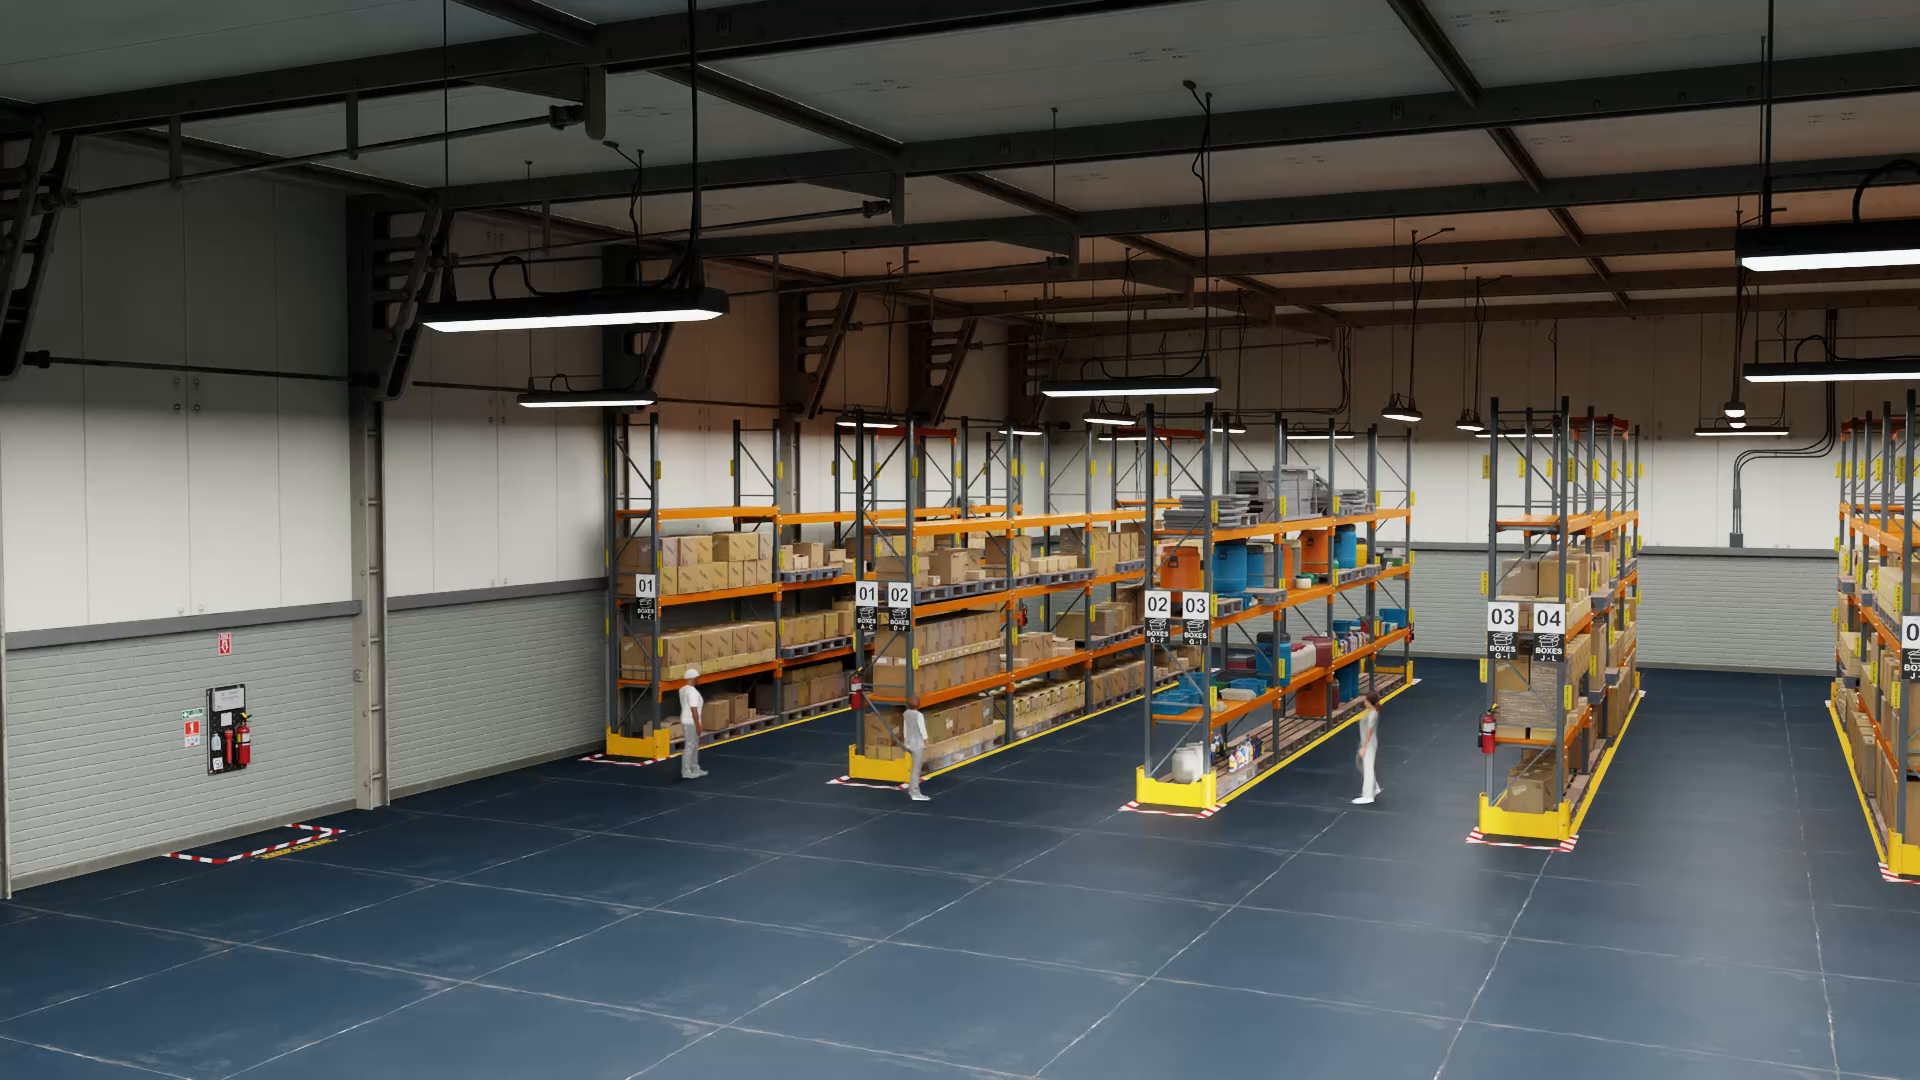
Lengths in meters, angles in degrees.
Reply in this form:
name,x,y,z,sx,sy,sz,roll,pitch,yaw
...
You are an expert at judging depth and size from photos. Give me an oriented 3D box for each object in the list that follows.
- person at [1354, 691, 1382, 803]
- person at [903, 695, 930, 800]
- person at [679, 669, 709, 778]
name,x,y,z,sx,sy,sz,roll,pitch,yaw
person,6.145,3.108,25.073,0.451,1.680,0.564,0,2,6
person,-0.661,3.167,25.209,0.340,1.655,0.430,-1,3,-26
person,-4.307,2.990,27.059,0.494,1.777,0.637,-1,2,-15
